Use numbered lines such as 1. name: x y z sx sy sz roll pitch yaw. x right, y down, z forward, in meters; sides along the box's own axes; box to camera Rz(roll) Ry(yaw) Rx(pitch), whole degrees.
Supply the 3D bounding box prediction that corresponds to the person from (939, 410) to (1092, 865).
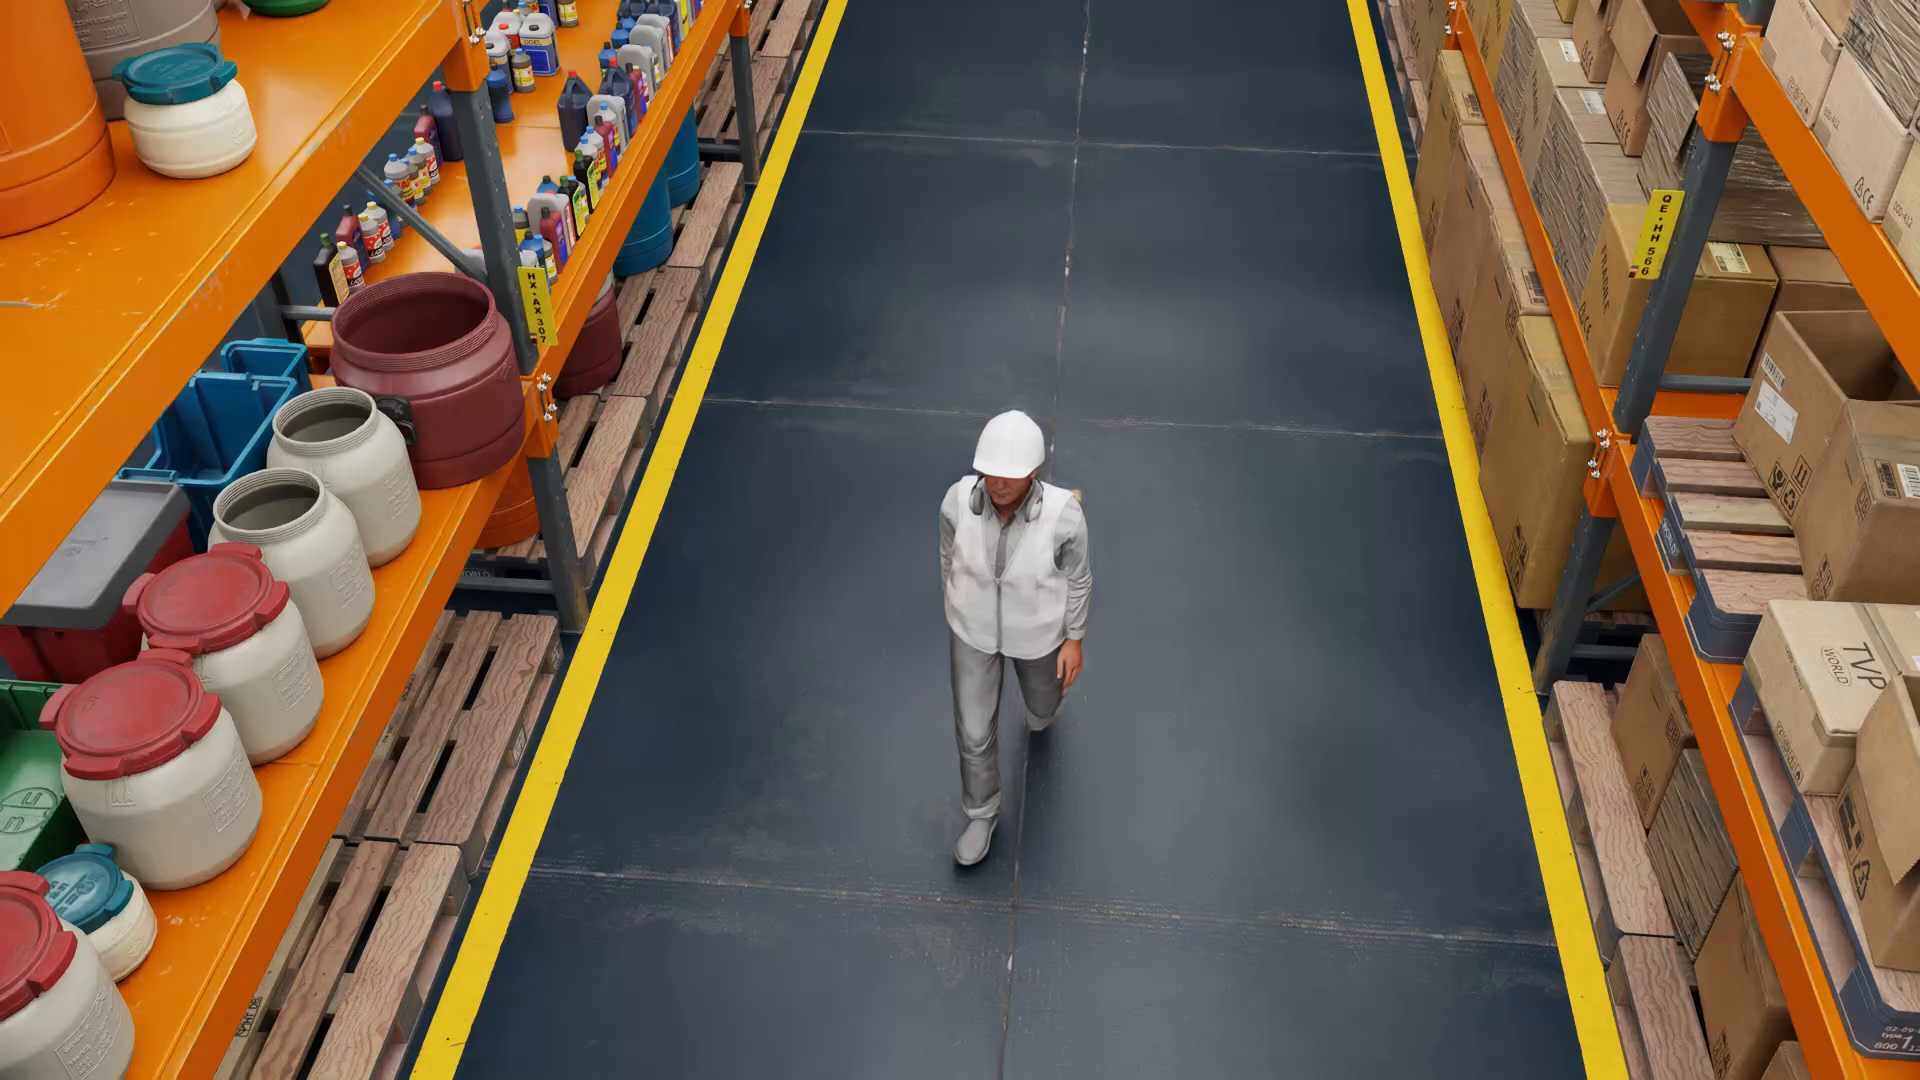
1. person: 0.189 0.258 5.830 0.540 1.741 0.960 7 40 8
